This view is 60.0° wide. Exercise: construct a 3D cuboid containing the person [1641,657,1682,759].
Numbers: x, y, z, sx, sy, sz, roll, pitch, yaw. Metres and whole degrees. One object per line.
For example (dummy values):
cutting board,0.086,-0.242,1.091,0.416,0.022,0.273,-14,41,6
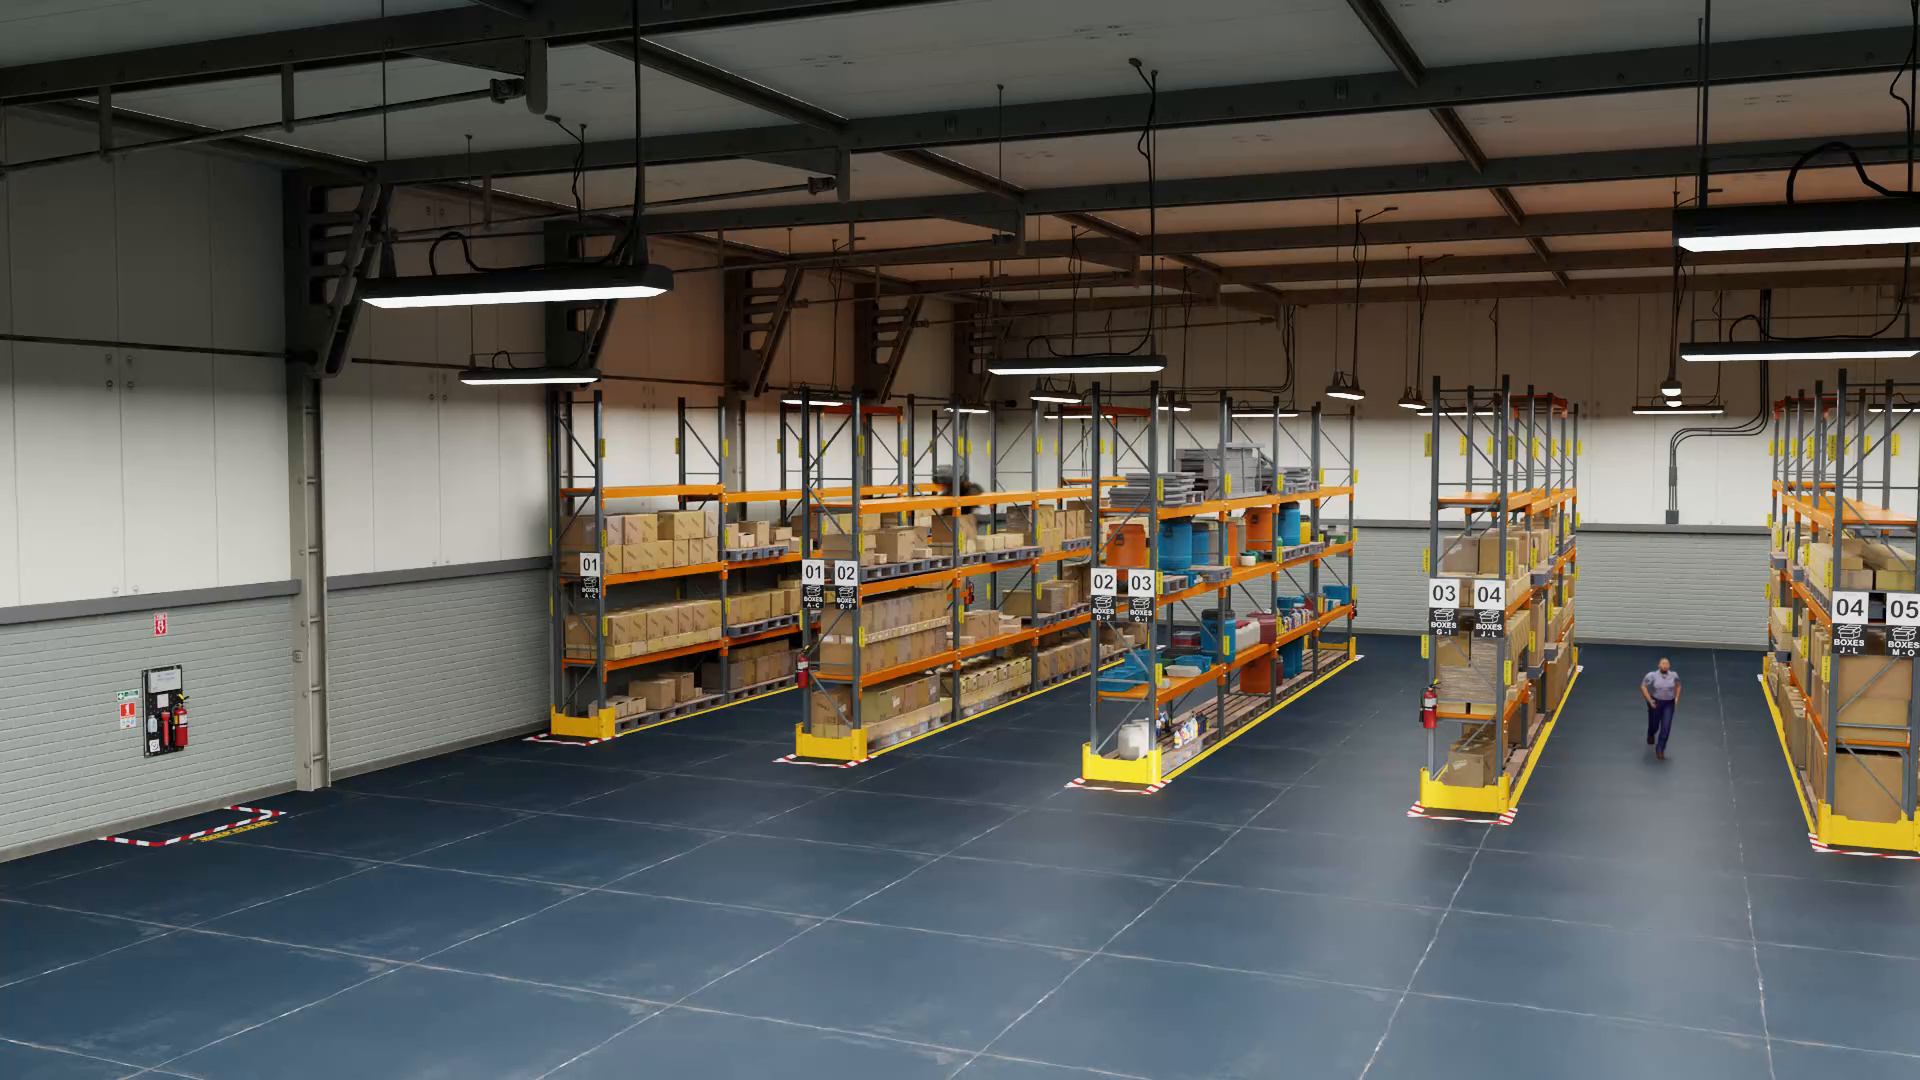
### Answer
person,11.435,2.718,27.114,0.630,1.622,0.739,1,3,10
